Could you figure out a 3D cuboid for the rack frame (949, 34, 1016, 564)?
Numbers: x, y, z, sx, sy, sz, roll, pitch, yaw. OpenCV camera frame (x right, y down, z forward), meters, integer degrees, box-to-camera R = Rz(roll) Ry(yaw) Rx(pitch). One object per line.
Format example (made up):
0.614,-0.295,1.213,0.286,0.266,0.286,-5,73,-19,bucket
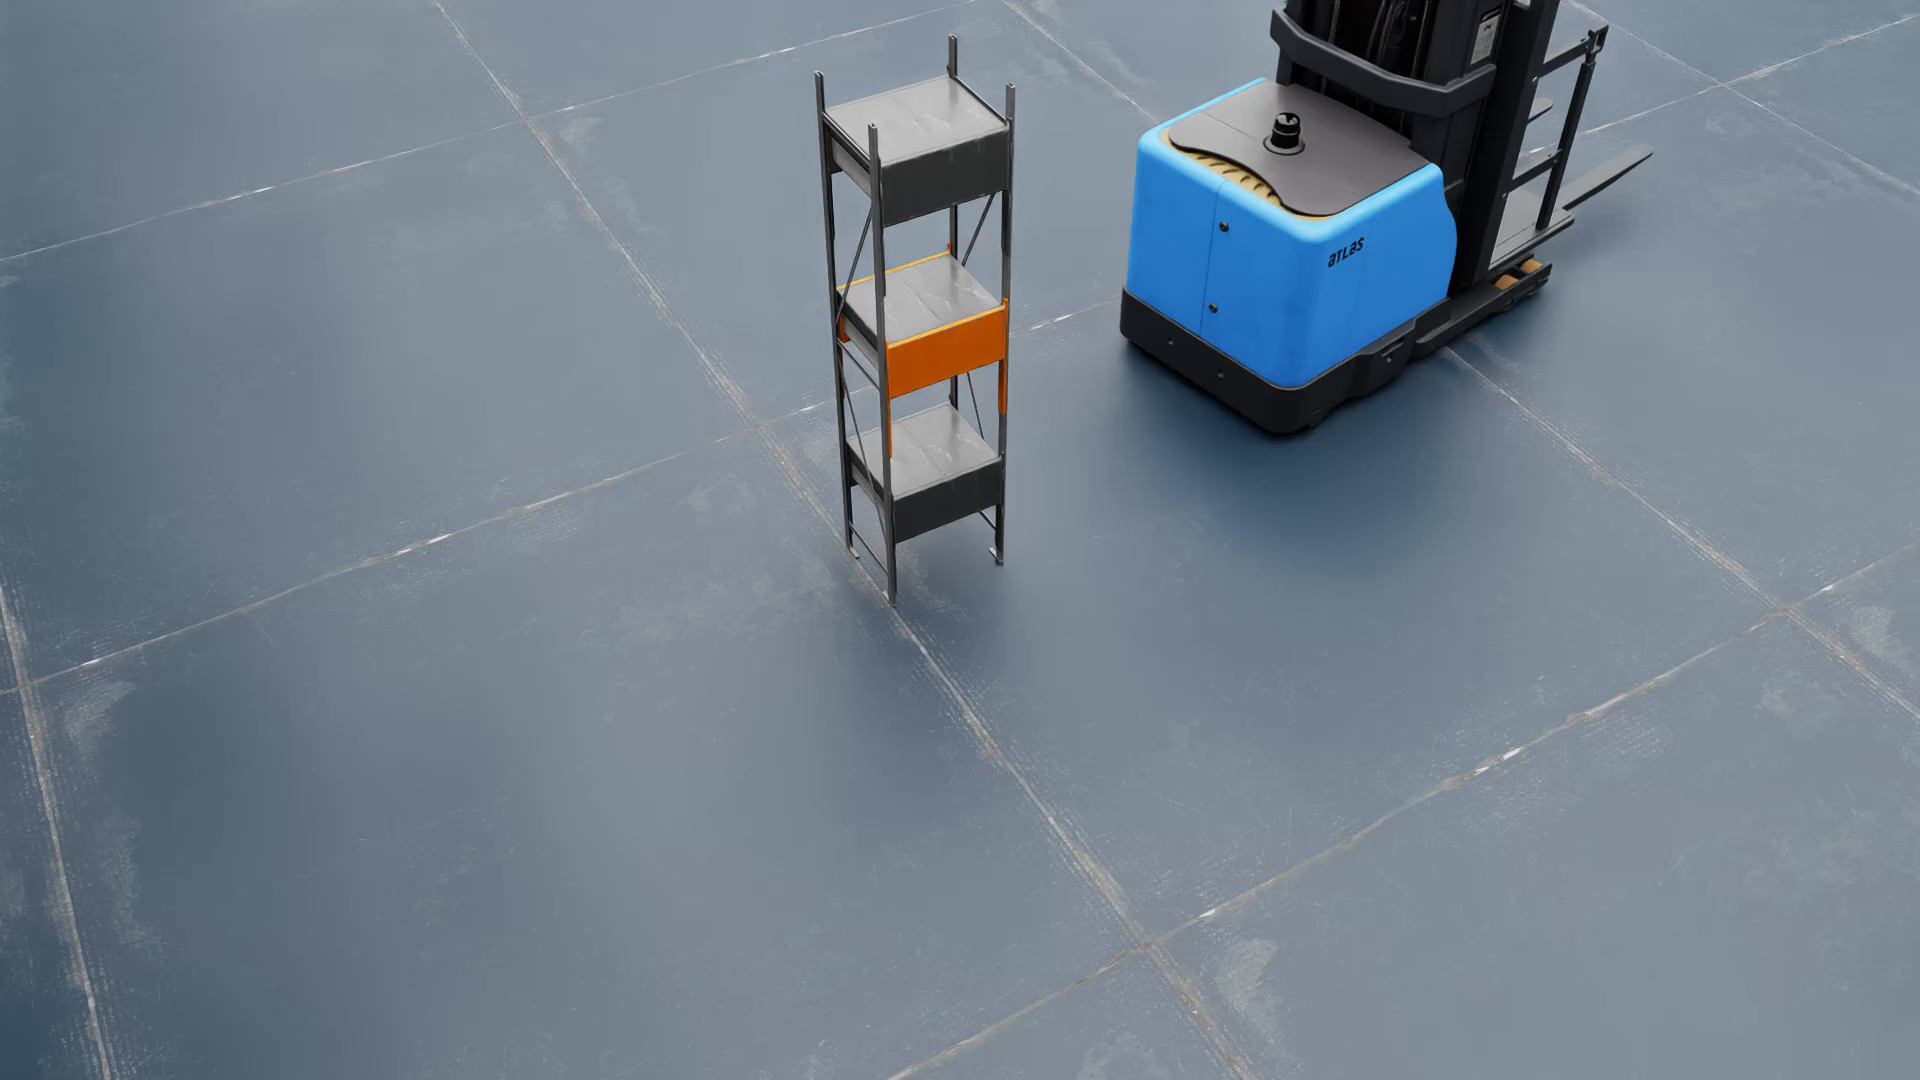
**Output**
0.068,-0.781,6.047,0.015,2.100,0.400,-22,48,-21,rack frame

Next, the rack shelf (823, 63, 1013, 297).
-0.144,-1.189,5.482,0.480,0.518,0.431,-22,48,-21,rack shelf

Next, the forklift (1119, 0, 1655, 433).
2.182,-2.388,7.106,3.031,2.935,1.130,-31,52,-28,forklift

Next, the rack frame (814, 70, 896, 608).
-0.355,-0.611,5.872,0.015,2.100,0.400,-22,48,-21,rack frame

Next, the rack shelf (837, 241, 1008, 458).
-0.144,-0.686,5.969,0.480,0.518,0.431,-22,48,-21,rack shelf

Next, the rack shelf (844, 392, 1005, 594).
-0.144,-0.184,6.457,0.480,0.518,0.431,-22,48,-21,rack shelf

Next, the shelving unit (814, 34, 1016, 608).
-0.144,-0.696,5.960,0.503,2.100,0.431,-22,48,-21,shelving unit
